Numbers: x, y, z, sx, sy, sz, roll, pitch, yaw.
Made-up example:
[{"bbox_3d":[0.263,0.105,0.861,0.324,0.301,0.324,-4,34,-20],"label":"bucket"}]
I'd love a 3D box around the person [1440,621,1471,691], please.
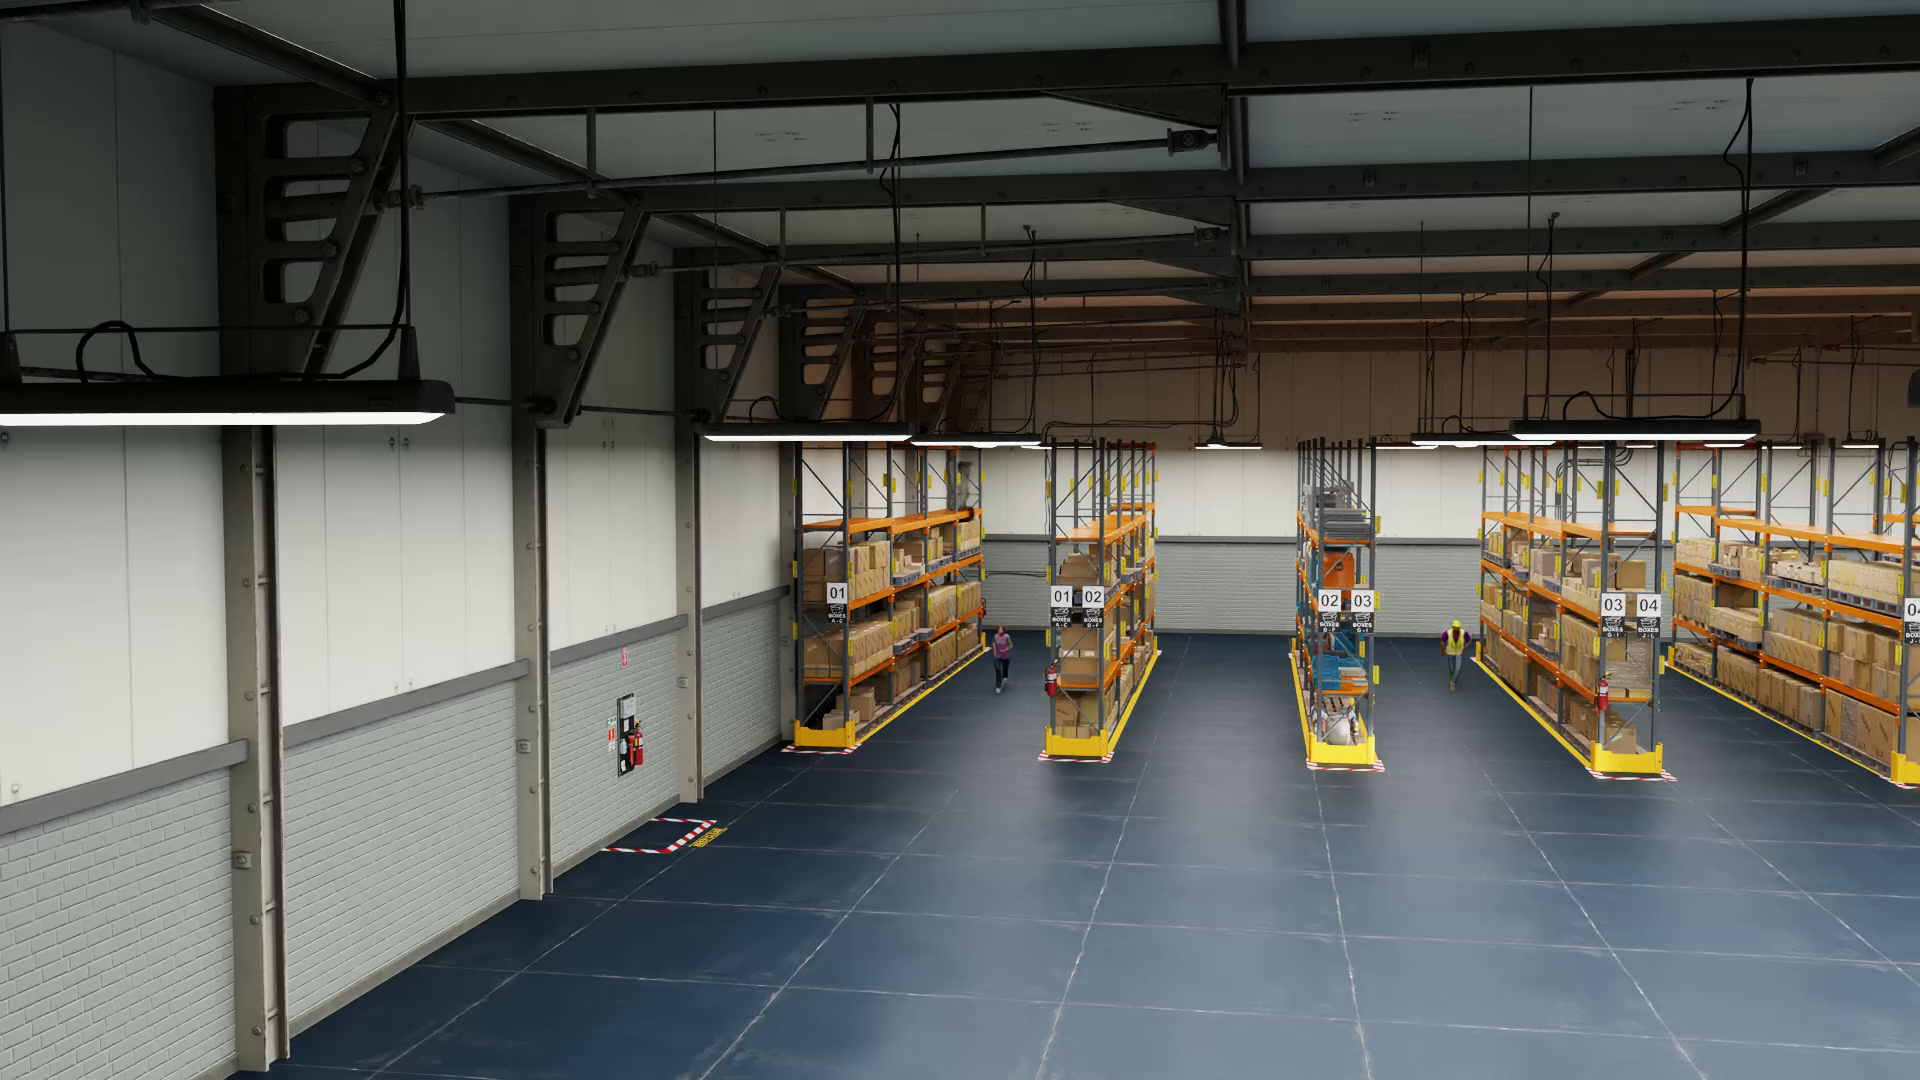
[{"bbox_3d":[11.953,2.776,40.139,0.698,1.695,0.852,0,3,9],"label":"person"}]

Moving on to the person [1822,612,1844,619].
[{"bbox_3d":[23.939,2.427,45.736,0.863,1.771,0.657,0,3,-8],"label":"person"}]

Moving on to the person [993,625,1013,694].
[{"bbox_3d":[1.022,2.837,39.763,0.497,1.620,1.005,0,3,5],"label":"person"}]
